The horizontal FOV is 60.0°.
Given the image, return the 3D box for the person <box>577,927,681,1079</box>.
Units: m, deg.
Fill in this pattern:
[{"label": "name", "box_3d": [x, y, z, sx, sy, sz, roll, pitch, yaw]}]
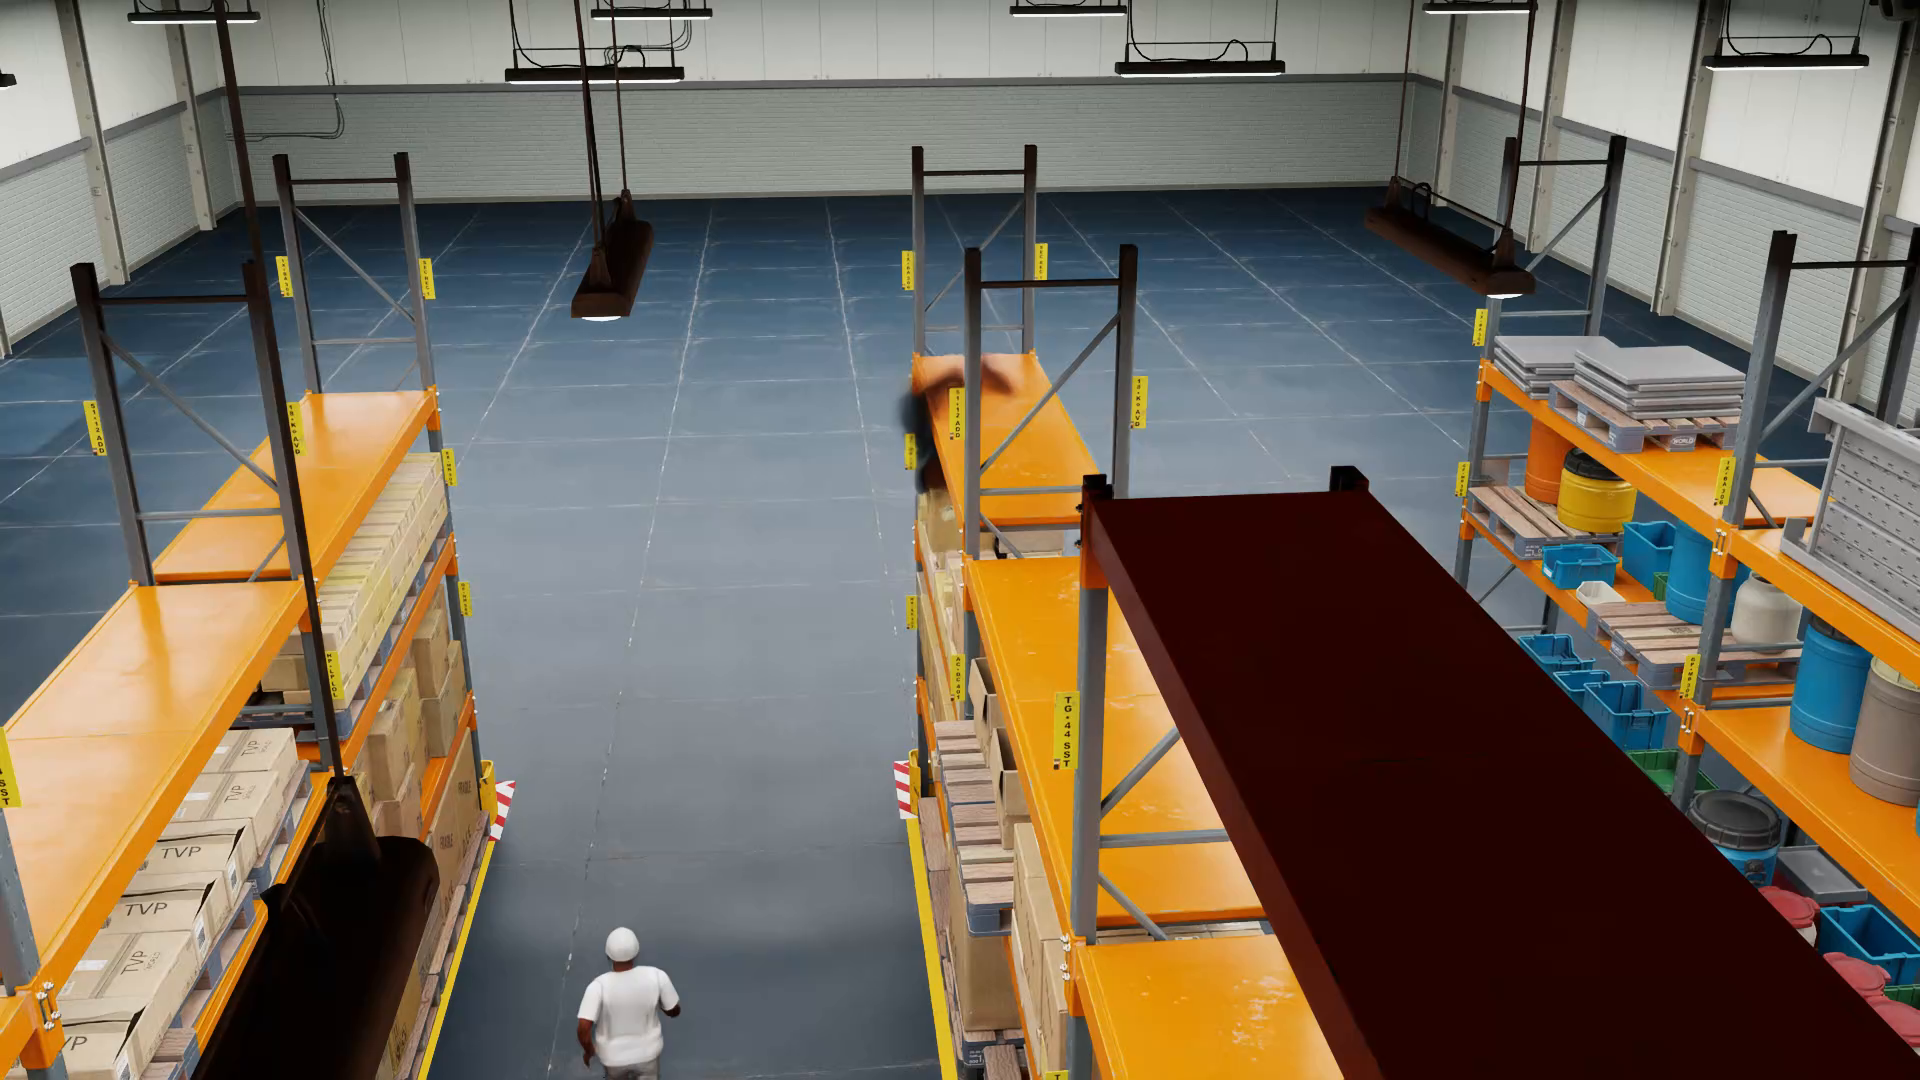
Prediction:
[{"label": "person", "box_3d": [-2.112, 3.349, 10.761, 0.640, 1.795, 0.890, -4, 22, -10]}]
